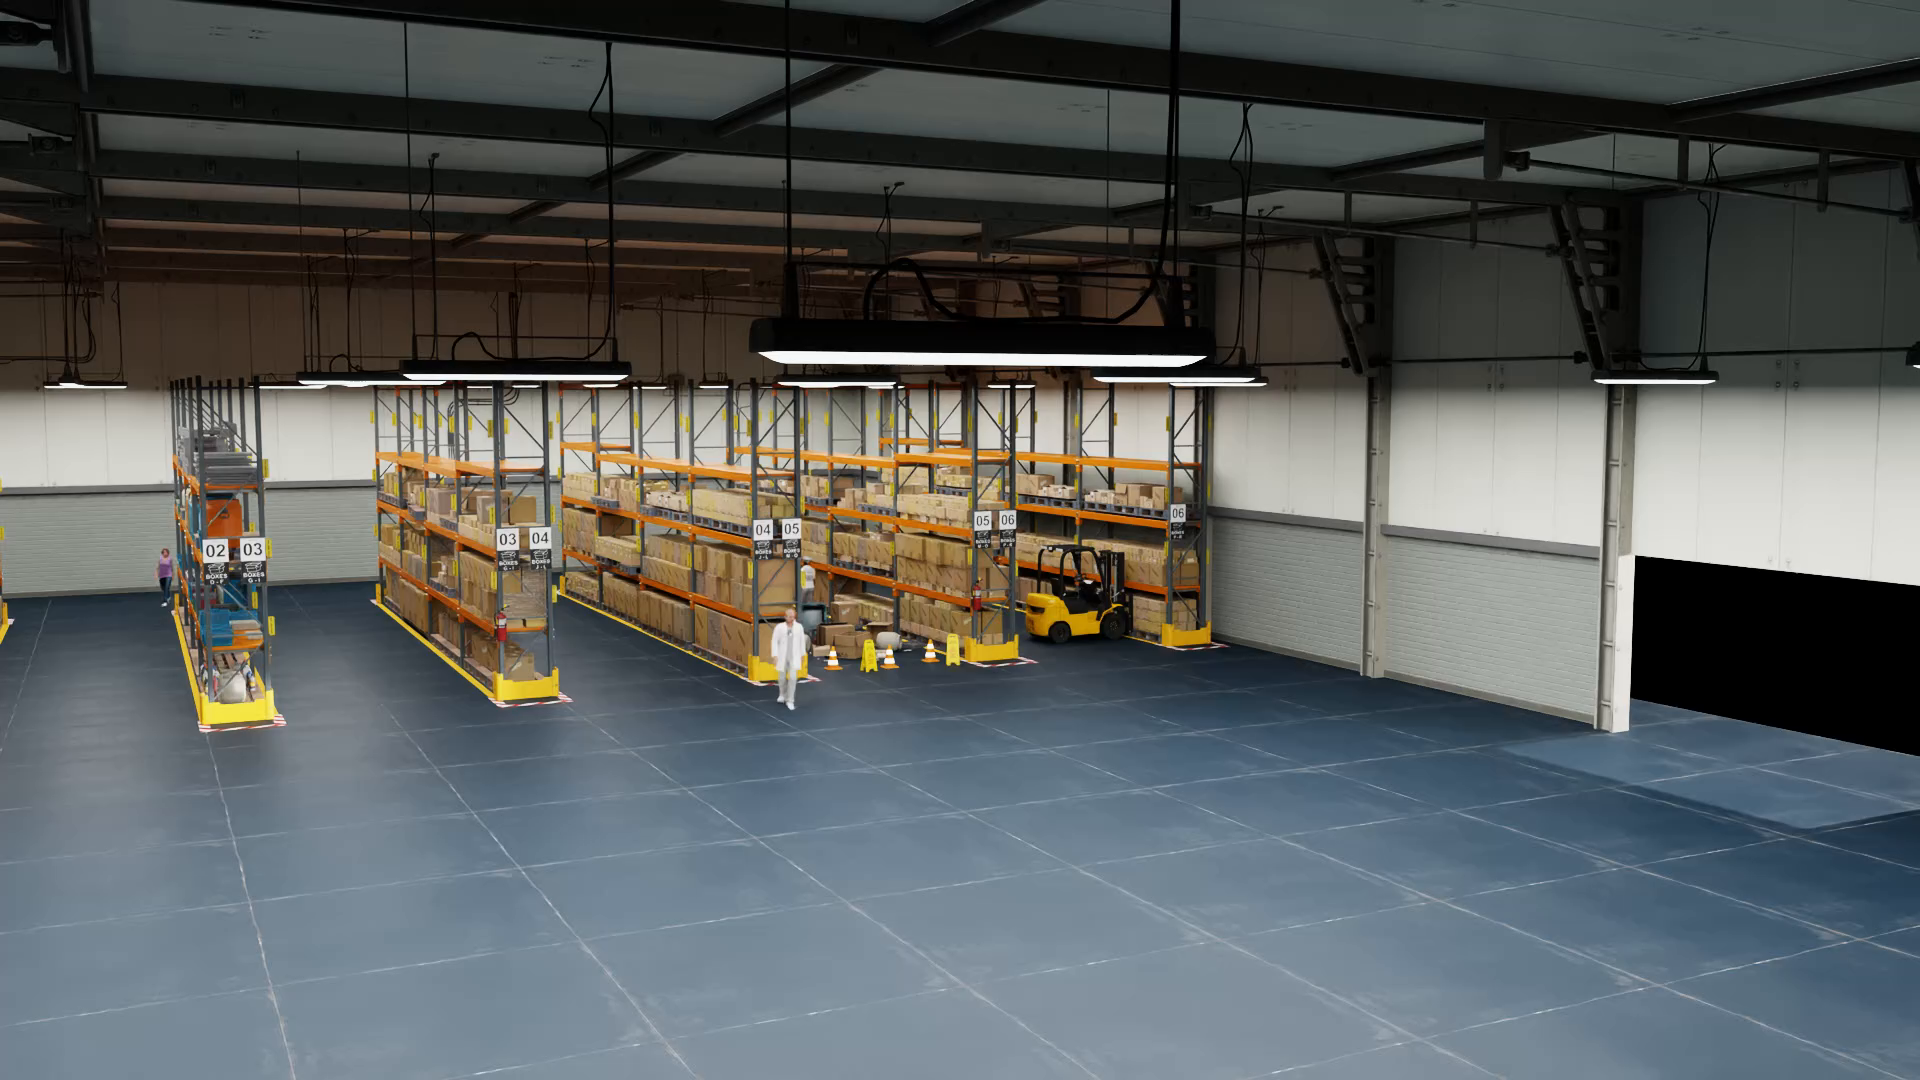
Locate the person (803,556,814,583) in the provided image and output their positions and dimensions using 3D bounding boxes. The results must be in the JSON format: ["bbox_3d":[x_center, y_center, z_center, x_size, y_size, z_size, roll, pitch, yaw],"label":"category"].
[{"bbox_3d":[-3.795,1.239,40.990,0.431,1.670,0.393,-4,6,-35],"label":"person"}]

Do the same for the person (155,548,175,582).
[{"bbox_3d":[-21.280,0.682,44.488,0.441,0.924,0.376,-1,5,-14],"label":"person"}]

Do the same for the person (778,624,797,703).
[{"bbox_3d":[-3.154,2.220,30.412,0.390,1.454,0.647,-1,5,-12],"label":"person"}]
